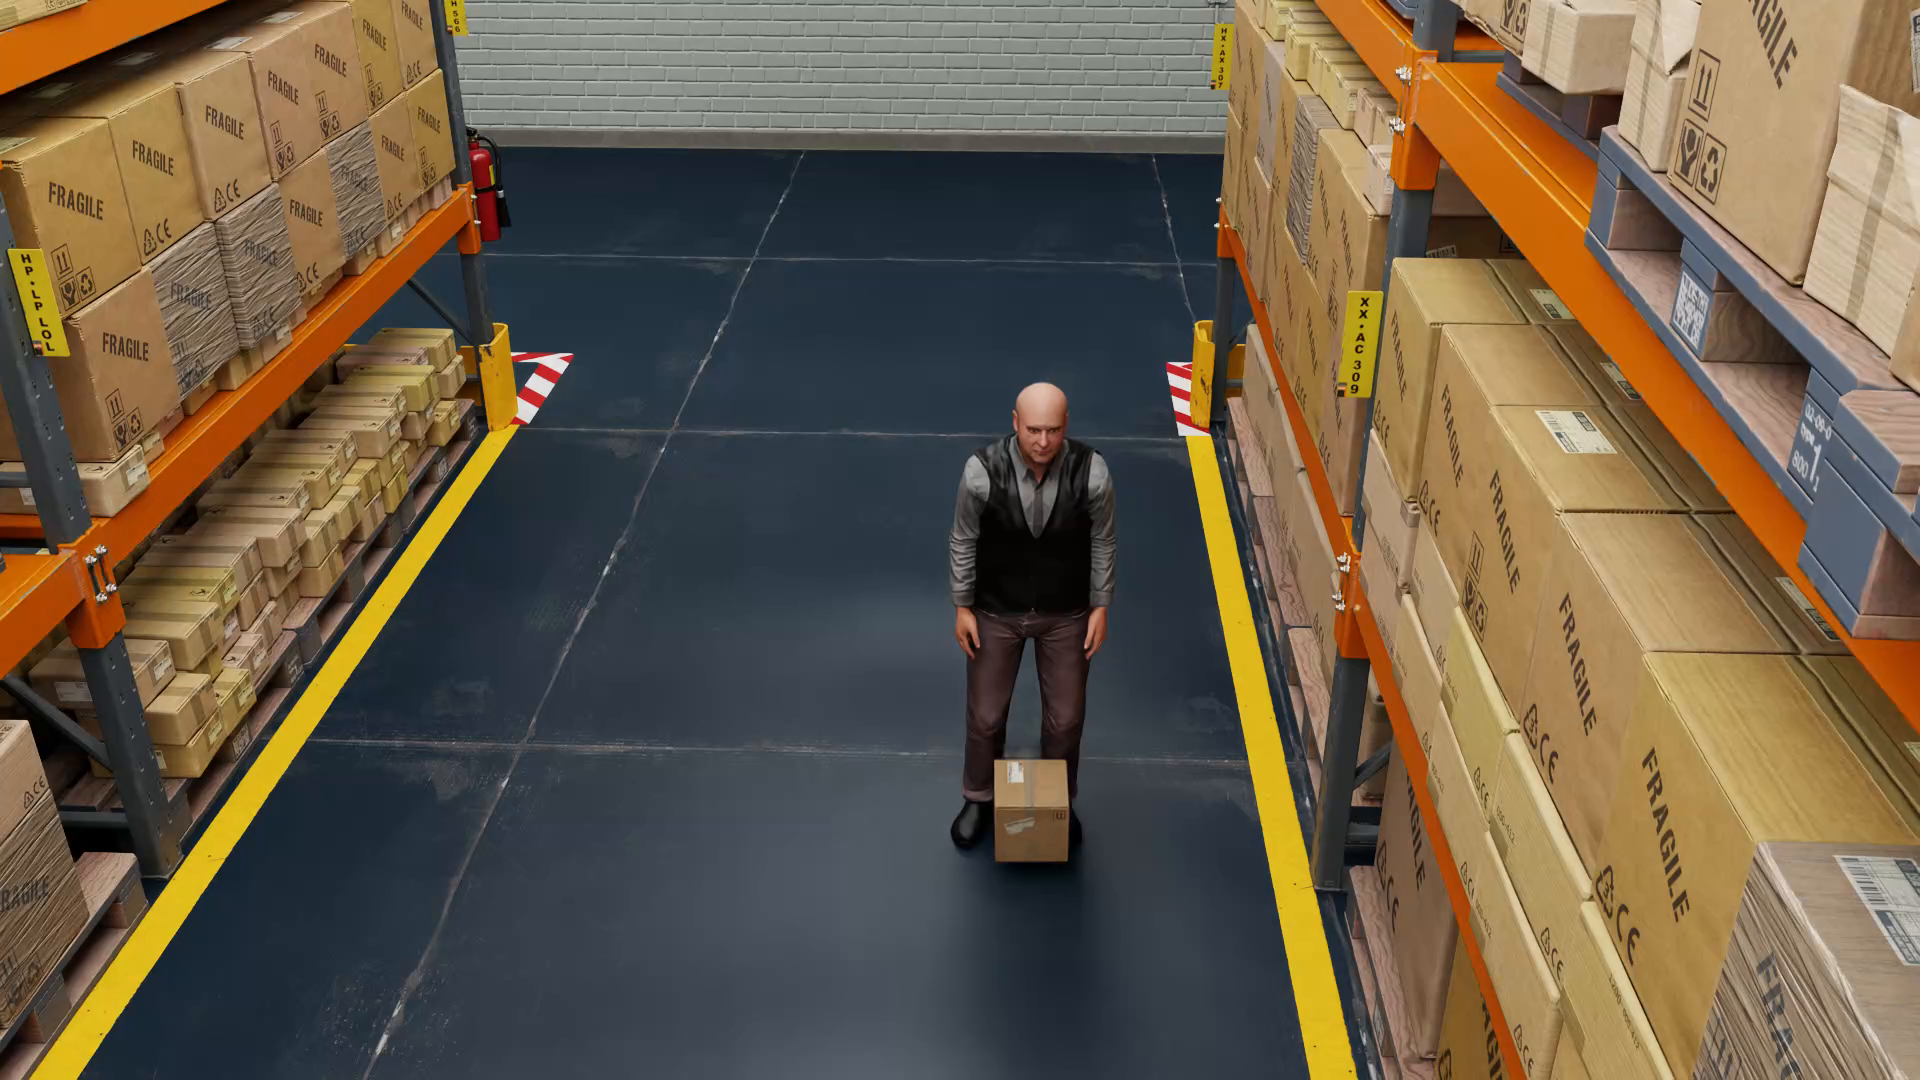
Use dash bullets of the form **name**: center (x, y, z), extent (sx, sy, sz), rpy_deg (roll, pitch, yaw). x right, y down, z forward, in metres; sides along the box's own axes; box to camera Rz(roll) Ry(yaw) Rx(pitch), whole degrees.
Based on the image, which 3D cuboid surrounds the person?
- **person**: center (0.245, 0.245, 5.680), extent (0.568, 1.722, 0.420), rpy_deg (0, 28, 0)
